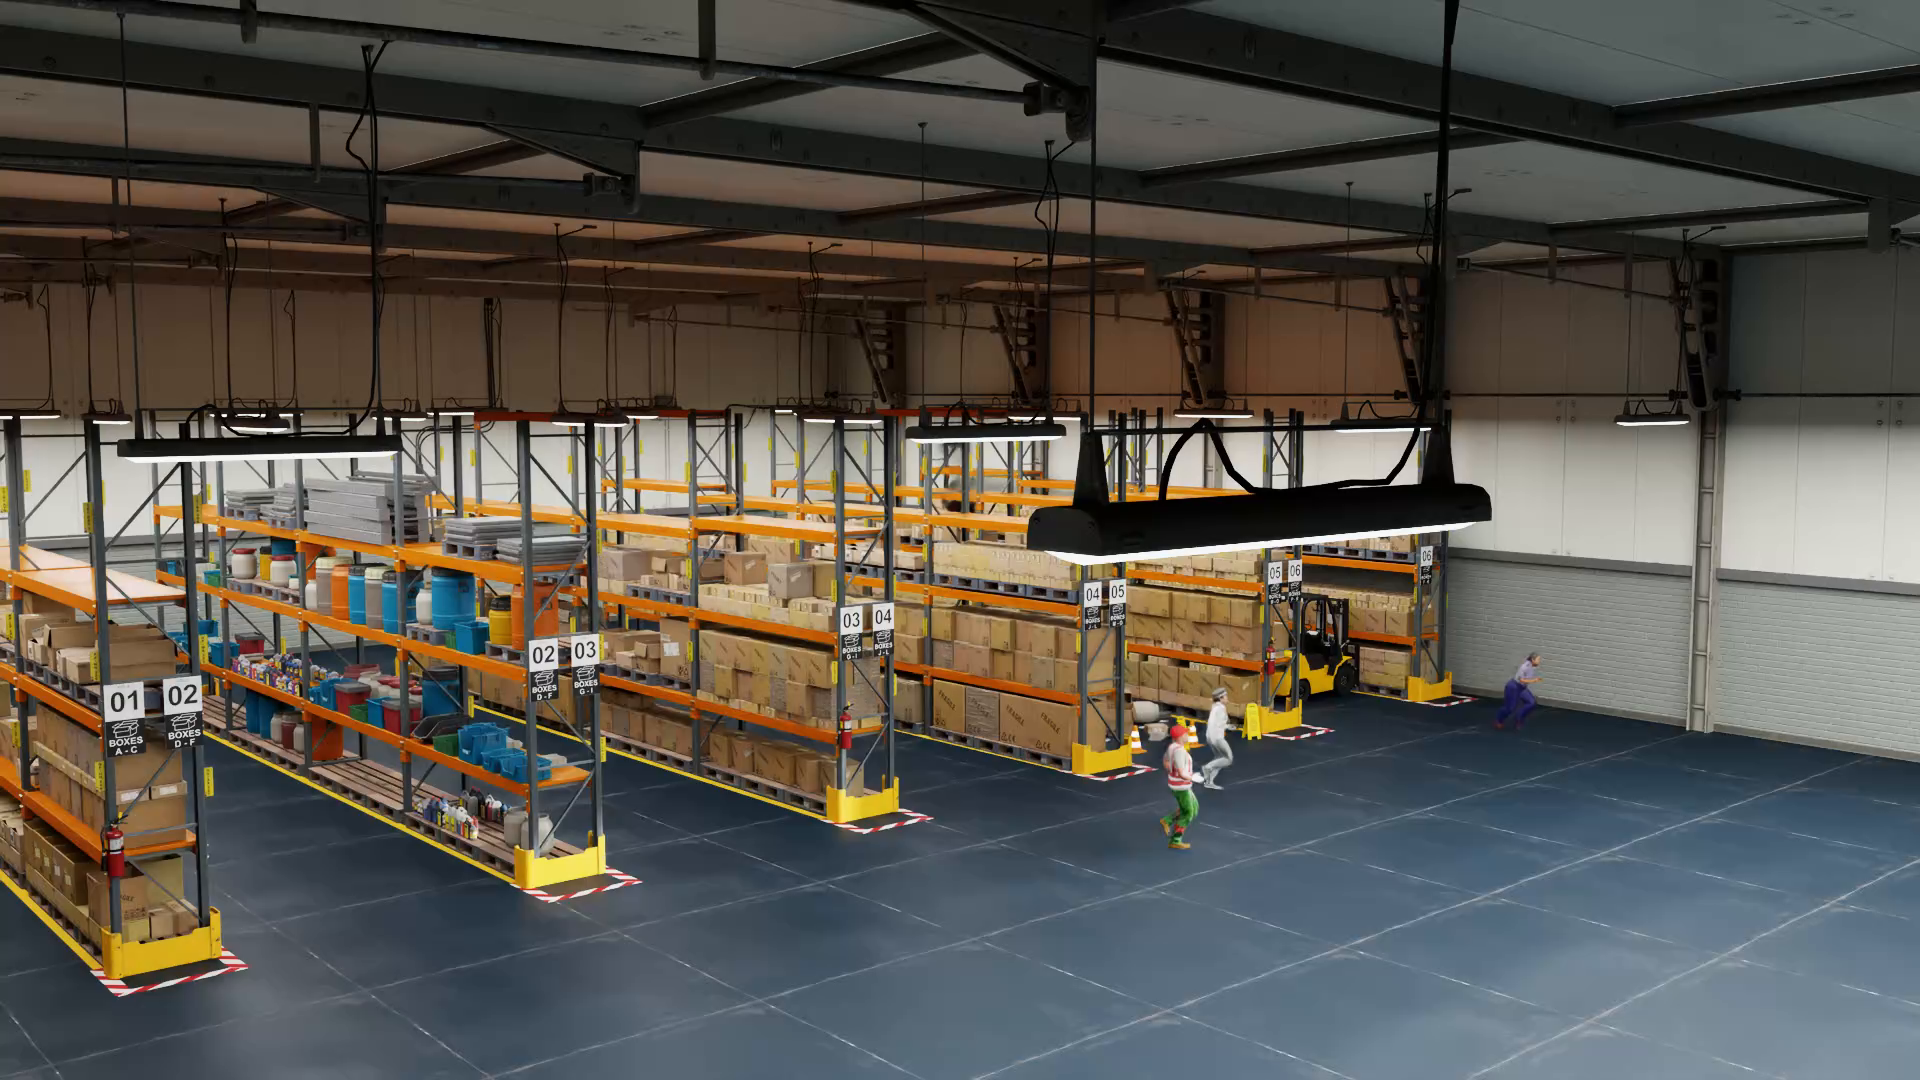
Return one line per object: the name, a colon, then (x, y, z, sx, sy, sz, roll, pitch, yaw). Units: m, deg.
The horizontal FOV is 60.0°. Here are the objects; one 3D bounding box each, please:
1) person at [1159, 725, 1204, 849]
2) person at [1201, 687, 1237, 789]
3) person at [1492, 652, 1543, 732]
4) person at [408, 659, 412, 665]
person: (3.087, 3.432, 23.151, 0.593, 1.742, 0.655, 0, 5, -2)
person: (4.152, 3.181, 26.604, 0.573, 1.647, 0.526, 0, 5, 1)
person: (10.499, 2.843, 31.242, 0.940, 1.541, 0.632, 4, 6, 38)
person: (-12.170, 2.121, 37.988, 0.857, 1.792, 0.680, -3, 6, -29)
